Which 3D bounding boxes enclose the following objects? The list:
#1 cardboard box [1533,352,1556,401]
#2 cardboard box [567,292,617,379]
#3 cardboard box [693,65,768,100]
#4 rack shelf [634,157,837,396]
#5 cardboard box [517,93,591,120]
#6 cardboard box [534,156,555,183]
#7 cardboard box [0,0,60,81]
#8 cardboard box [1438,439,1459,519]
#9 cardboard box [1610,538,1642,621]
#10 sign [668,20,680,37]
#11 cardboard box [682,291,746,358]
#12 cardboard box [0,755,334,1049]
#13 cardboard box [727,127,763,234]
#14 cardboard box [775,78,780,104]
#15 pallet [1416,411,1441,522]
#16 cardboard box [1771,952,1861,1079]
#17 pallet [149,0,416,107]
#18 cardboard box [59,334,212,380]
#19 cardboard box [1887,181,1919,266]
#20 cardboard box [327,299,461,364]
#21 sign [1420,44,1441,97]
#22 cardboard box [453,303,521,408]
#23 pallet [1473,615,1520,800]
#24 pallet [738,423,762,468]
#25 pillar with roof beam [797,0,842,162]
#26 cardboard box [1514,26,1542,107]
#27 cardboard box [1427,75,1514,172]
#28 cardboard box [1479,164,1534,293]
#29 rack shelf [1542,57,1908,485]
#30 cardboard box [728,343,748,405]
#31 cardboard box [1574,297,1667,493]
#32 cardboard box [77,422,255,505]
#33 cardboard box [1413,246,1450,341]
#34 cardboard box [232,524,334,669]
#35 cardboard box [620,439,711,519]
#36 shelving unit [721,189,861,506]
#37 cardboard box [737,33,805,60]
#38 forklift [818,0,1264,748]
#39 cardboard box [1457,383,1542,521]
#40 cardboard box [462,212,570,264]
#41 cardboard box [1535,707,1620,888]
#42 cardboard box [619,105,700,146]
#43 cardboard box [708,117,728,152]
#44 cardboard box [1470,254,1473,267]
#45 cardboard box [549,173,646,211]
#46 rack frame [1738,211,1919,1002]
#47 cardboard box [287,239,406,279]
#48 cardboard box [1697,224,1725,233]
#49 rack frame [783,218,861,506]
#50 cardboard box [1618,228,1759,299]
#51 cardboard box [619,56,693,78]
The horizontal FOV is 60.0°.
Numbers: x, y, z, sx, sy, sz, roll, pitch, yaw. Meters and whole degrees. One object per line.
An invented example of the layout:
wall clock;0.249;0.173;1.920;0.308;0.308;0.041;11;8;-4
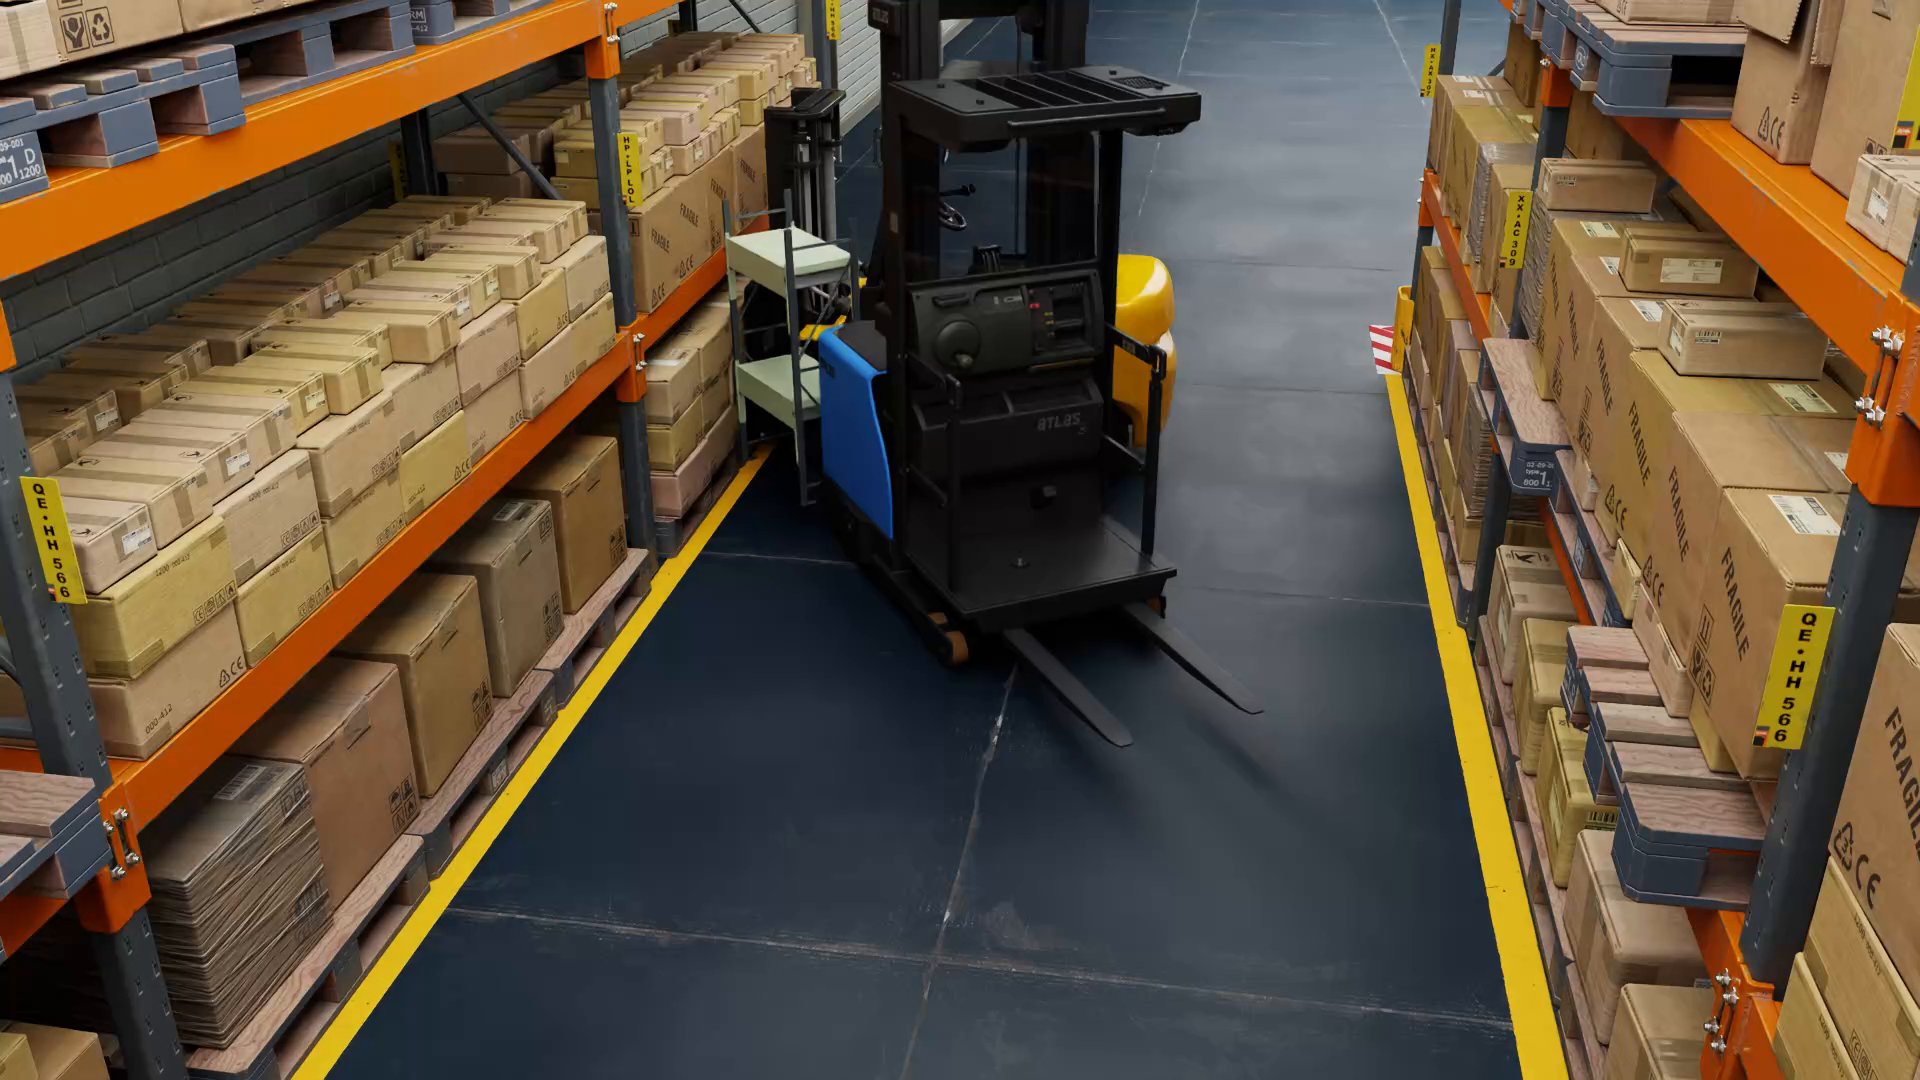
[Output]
cardboard box;2.417;-0.636;6.371;0.380;0.149;0.250;5;25;10
cardboard box;-1.853;-0.918;7.350;0.500;0.250;0.500;5;25;10
cardboard box;-1.335;-2.656;9.653;0.380;0.149;0.250;5;25;10
rack shelf;-1.702;-1.725;9.746;1.077;0.370;4.000;4;25;9
cardboard box;-2.121;-2.273;8.833;0.380;0.149;0.250;4;25;8
cardboard box;-2.223;-1.813;8.202;0.380;0.149;0.250;3;25;7
cardboard box;-2.326;-1.155;3.803;0.380;0.166;0.250;4;25;8
cardboard box;2.778;-0.306;8.615;0.500;0.250;0.500;3;25;7
cardboard box;2.086;0.124;4.747;0.380;0.149;0.250;4;25;9
sign;-1.921;-3.357;11.268;0.100;0.325;0.005;4;25;9
cardboard box;-1.476;-1.215;9.376;0.500;0.250;0.500;5;26;10
cardboard box;-2.567;1.084;5.202;0.875;0.625;0.625;5;26;10
cardboard box;-1.445;-2.067;9.510;0.500;0.500;0.500;4;25;9
cardboard box;-1.322;-2.746;10.195;0.380;0.149;0.250;4;25;8
pallet;3.141;-0.404;9.365;1.003;0.211;1.213;4;25;9
cardboard box;1.887;1.056;3.133;0.500;0.250;0.500;4;25;8
pallet;-2.480;-1.573;5.256;1.003;0.211;1.213;5;26;11
cardboard box;-2.745;-0.574;5.554;0.380;0.149;0.250;4;25;8
cardboard box;2.060;-0.590;3.231;0.380;0.149;0.250;4;25;9
cardboard box;-2.012;-0.743;5.915;0.380;0.149;0.250;3;25;7
sign;2.987;-2.975;10.546;0.100;0.325;0.005;4;25;9
cardboard box;-2.023;-0.721;6.339;0.500;0.250;0.500;5;25;10
pallet;2.743;0.716;6.971;1.003;0.211;1.213;4;25;9
pallet;-1.660;-0.793;10.195;1.003;0.211;1.213;4;25;9
pillar with roof beam;2.850;-7.587;14.344;9.100;9.000;0.400;4;25;9
cardboard box;3.565;-2.738;9.413;0.700;0.500;0.500;4;25;9
cardboard box;3.172;-2.546;10.183;0.500;0.500;0.500;4;25;8
cardboard box;2.774;-1.471;7.886;0.500;0.500;0.500;5;26;10
rack shelf;2.542;-1.069;4.805;1.077;0.370;4.000;4;25;9
cardboard box;-1.471;-0.987;9.479;0.500;0.250;0.500;4;25;8
cardboard box;2.261;-0.435;5.178;0.500;0.500;0.500;3;25;6
cardboard box;-2.280;-0.215;4.787;0.380;0.149;0.250;5;25;10
cardboard box;3.115;-1.502;10.283;0.500;0.500;0.500;3;25;7
cardboard box;-2.282;0.148;5.073;0.500;0.250;0.500;3;25;7
cardboard box;-1.623;-0.339;8.684;0.500;0.250;0.500;4;25;9
shelving unit;-0.882;-1.039;8.931;0.431;1.500;0.755;-16;30;-28
cardboard box;-1.225;-3.197;10.808;0.380;0.149;0.250;4;25;9
forklift;0.315;-0.962;7.347;1.130;2.935;3.031;-11;27;-22
cardboard box;2.701;-0.423;7.979;0.500;0.500;0.500;4;25;8
cardboard box;-1.890;-1.286;7.077;0.380;0.149;0.250;4;25;8
cardboard box;2.560;0.939;5.810;0.950;0.372;0.625;5;26;10
cardboard box;-1.554;-2.125;8.517;0.380;0.149;0.250;5;25;10
cardboard box;-1.479;-2.202;9.033;0.380;0.149;0.250;3;25;7
cardboard box;2.855;-1.444;8.593;0.380;0.149;0.250;4;25;8
cardboard box;-1.717;-1.669;7.894;0.380;0.149;0.250;4;25;8
rack frame;2.212;0.800;3.502;0.949;2.616;0.053;4;25;9
cardboard box;-2.456;-1.100;6.679;0.380;0.149;0.250;4;25;8
cardboard box;2.940;-0.826;6.012;0.500;0.500;0.500;4;25;9
rack frame;-0.688;-0.906;8.650;0.400;1.500;0.023;-16;30;-28
cardboard box;2.367;-0.903;5.411;0.380;0.149;0.250;5;26;11
cardboard box;-1.819;-2.803;9.966;0.380;0.149;0.250;5;26;10
